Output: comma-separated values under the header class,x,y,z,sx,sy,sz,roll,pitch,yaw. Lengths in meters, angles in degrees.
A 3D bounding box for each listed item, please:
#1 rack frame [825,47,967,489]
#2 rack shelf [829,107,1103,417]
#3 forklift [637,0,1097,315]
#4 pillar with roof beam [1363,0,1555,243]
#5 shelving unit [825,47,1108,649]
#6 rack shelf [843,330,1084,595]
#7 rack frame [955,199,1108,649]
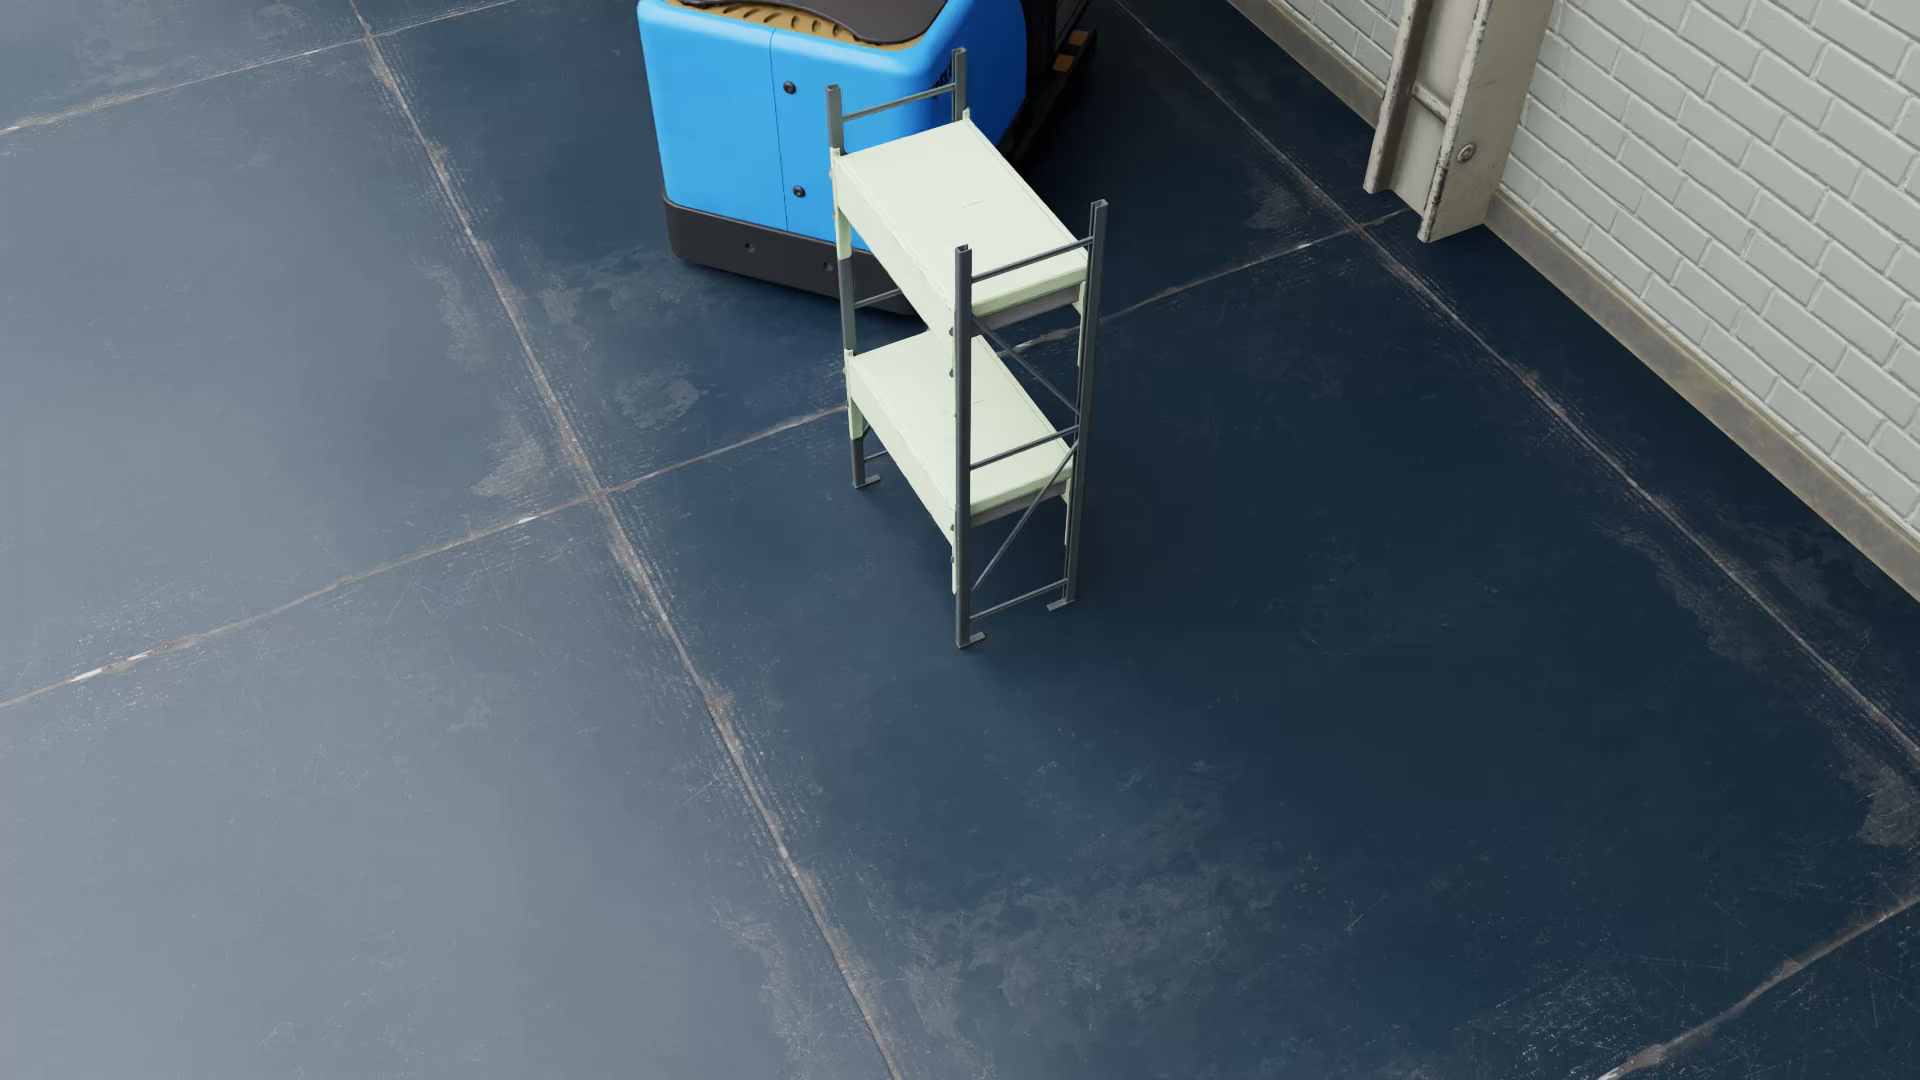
class,x,y,z,sx,sy,sz,roll,pitch,yaw
rack frame,-0.164,-0.734,4.896,0.400,1.500,0.023,-21,52,-18
rack shelf,0.003,-0.746,4.388,0.431,0.370,0.720,-21,52,-18
forklift,-0.072,-2.890,5.830,1.130,2.935,3.031,16,51,13
pillar with roof beam,-2.041,-2.773,1.697,9.100,9.000,0.400,-21,52,-18
shelving unit,0.003,-0.489,4.682,0.431,1.500,0.755,-21,52,-18
rack shelf,0.003,-0.275,4.927,0.431,0.370,0.720,-21,52,-18
rack frame,0.171,-0.244,4.467,0.400,1.500,0.023,-21,52,-18
